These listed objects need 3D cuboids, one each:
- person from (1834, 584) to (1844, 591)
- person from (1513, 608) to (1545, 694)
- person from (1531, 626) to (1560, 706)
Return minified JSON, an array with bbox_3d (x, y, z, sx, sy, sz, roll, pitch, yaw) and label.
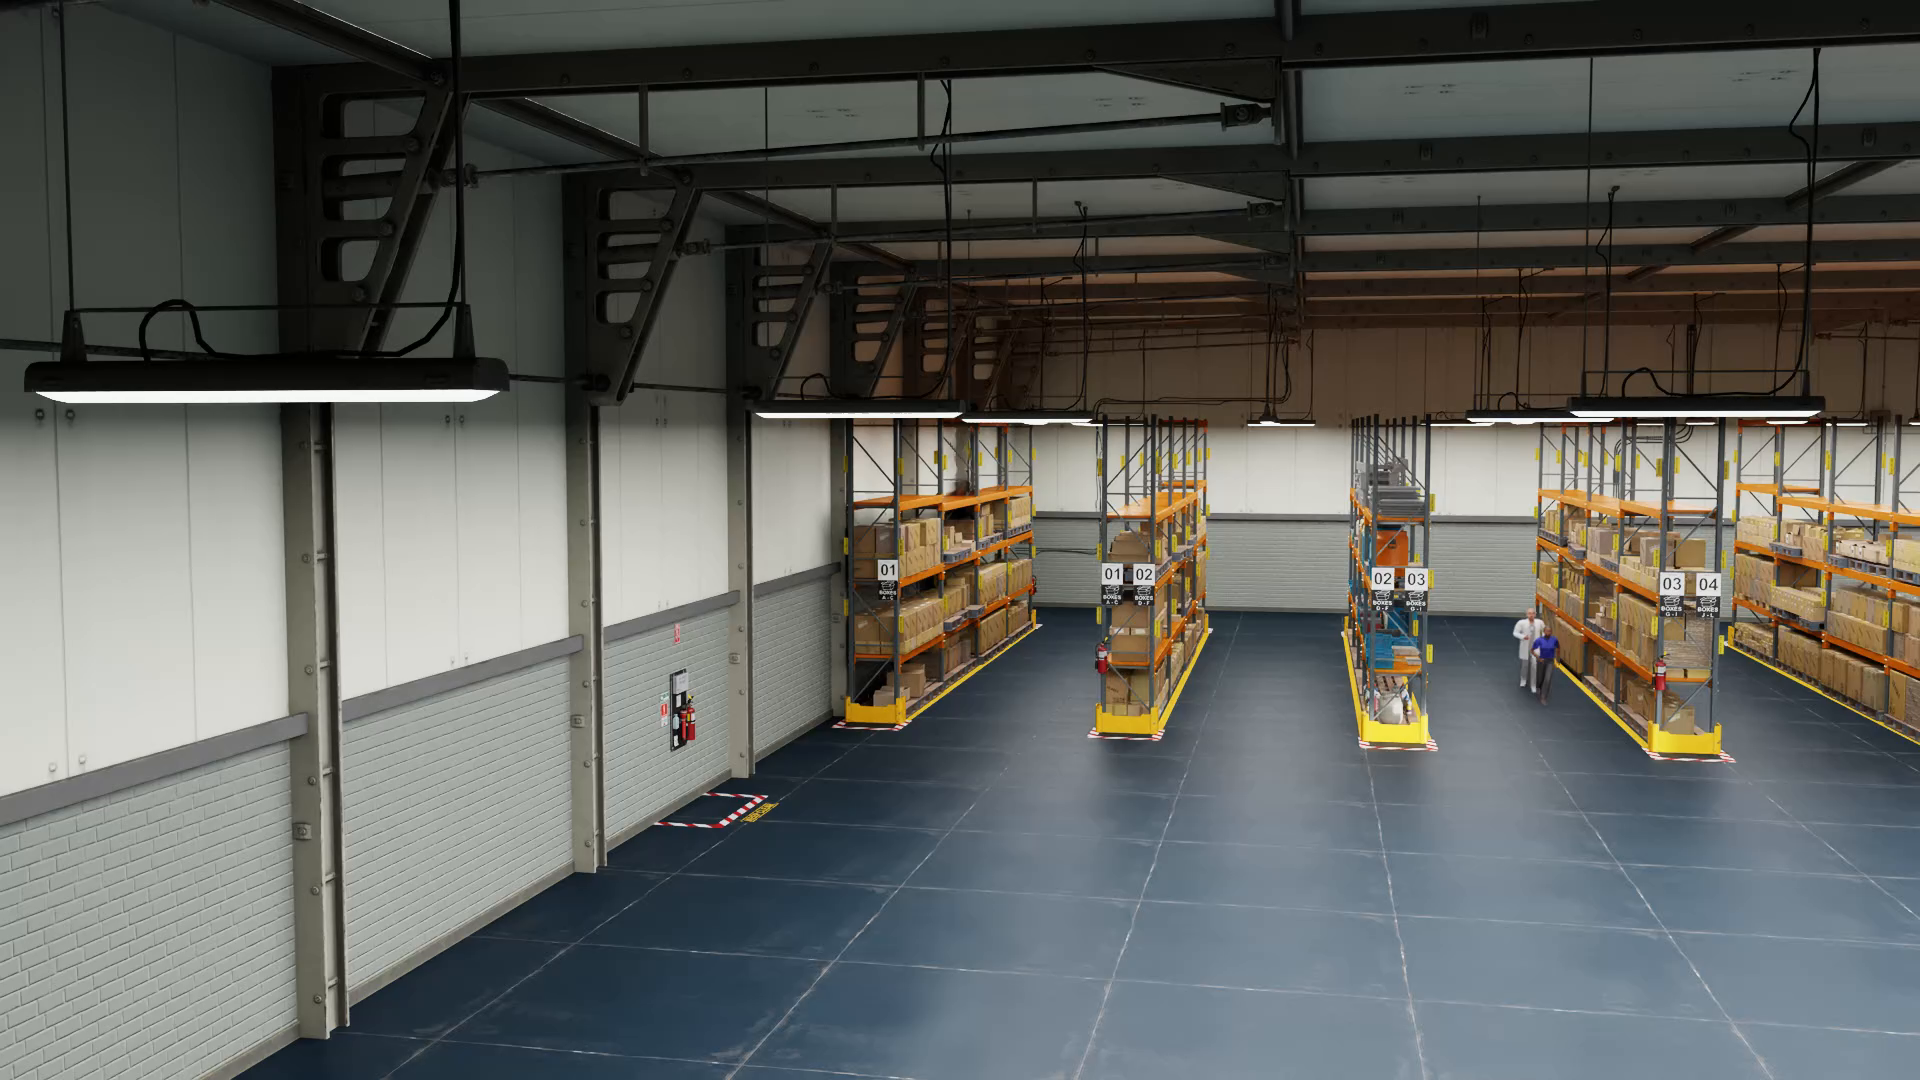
[{"bbox_3d":[23.548,1.942,44.687,0.627,1.558,0.508,0,4,5],"label":"person"},{"bbox_3d":[12.509,2.401,36.474,0.735,1.825,0.929,1,4,11],"label":"person"},{"bbox_3d":[12.266,2.607,34.829,0.599,1.634,0.867,1,4,11],"label":"person"}]
